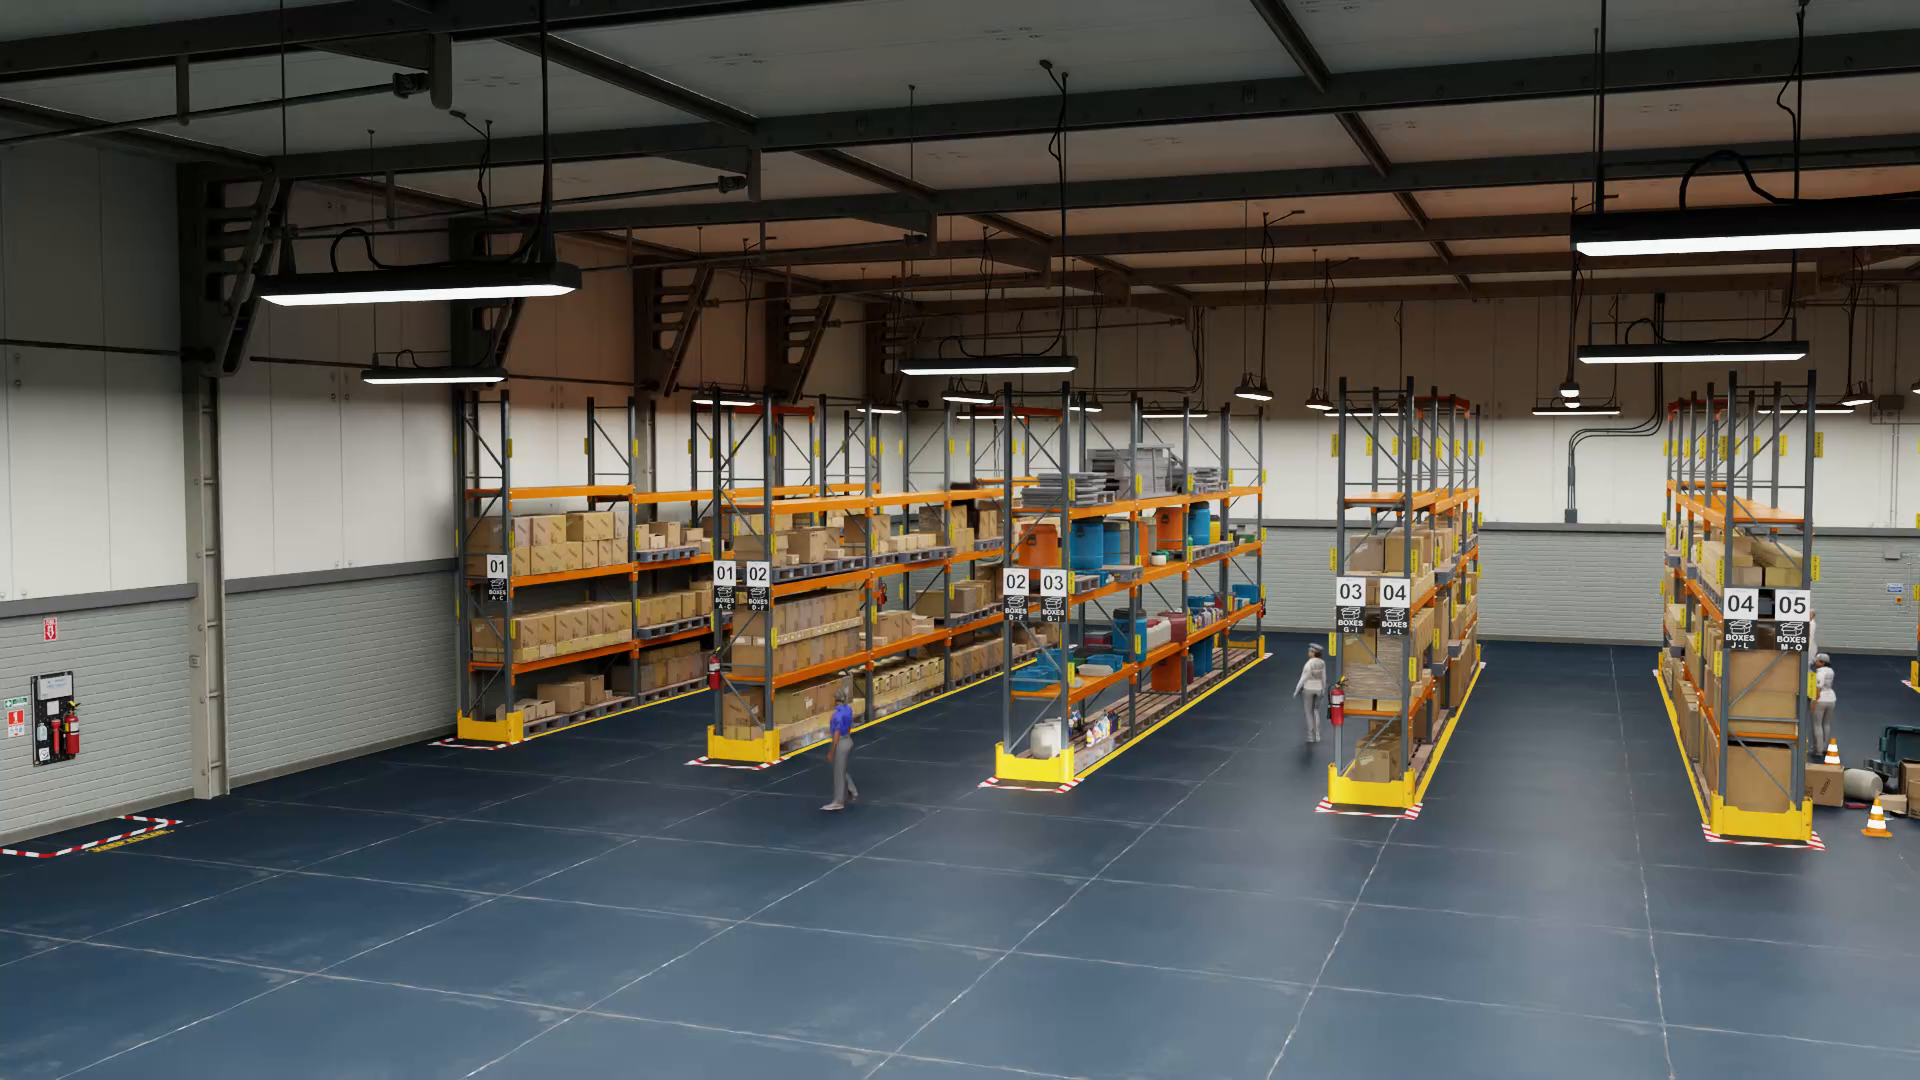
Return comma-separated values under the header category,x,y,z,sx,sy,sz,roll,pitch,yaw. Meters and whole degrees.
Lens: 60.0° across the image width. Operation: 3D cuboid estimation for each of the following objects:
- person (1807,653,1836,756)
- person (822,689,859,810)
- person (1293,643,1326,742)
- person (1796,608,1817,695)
category,x,y,z,sx,sy,sz,roll,pitch,yaw
person,14.097,2.674,27.300,0.509,1.652,0.562,-1,3,-19
person,-1.658,2.892,23.125,0.453,1.665,0.549,0,3,8
person,5.980,2.611,28.340,0.568,1.726,0.435,-1,3,-16
person,17.123,2.277,33.639,0.602,1.804,0.456,-2,4,-36
